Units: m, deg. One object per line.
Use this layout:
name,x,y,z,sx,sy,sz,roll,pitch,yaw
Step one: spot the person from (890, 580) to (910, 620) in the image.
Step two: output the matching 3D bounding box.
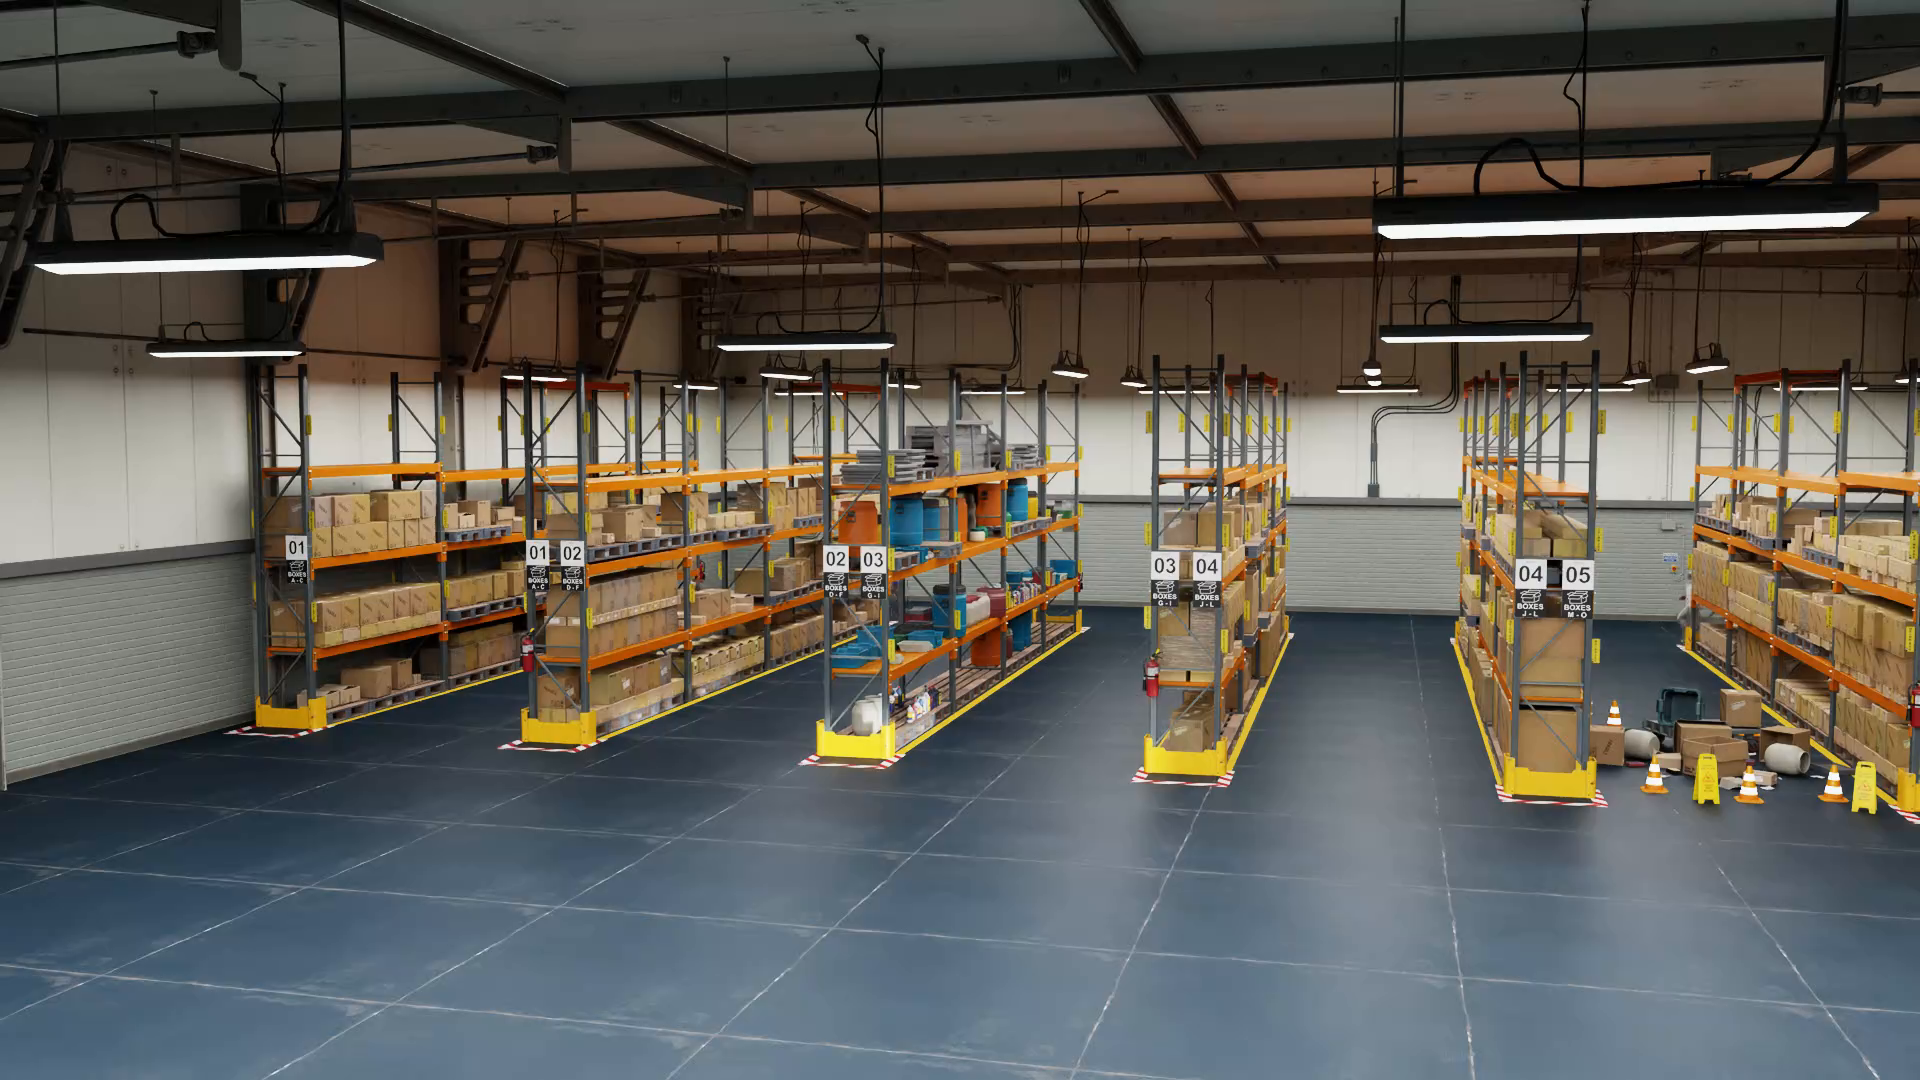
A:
person,-1.515,1.288,42.476,0.480,1.606,0.632,2,4,28

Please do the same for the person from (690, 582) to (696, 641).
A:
person,-5.706,1.717,35.361,0.607,1.651,0.941,1,4,14

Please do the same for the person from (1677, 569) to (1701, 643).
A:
person,16.803,1.513,38.130,0.668,1.764,0.762,2,4,23
